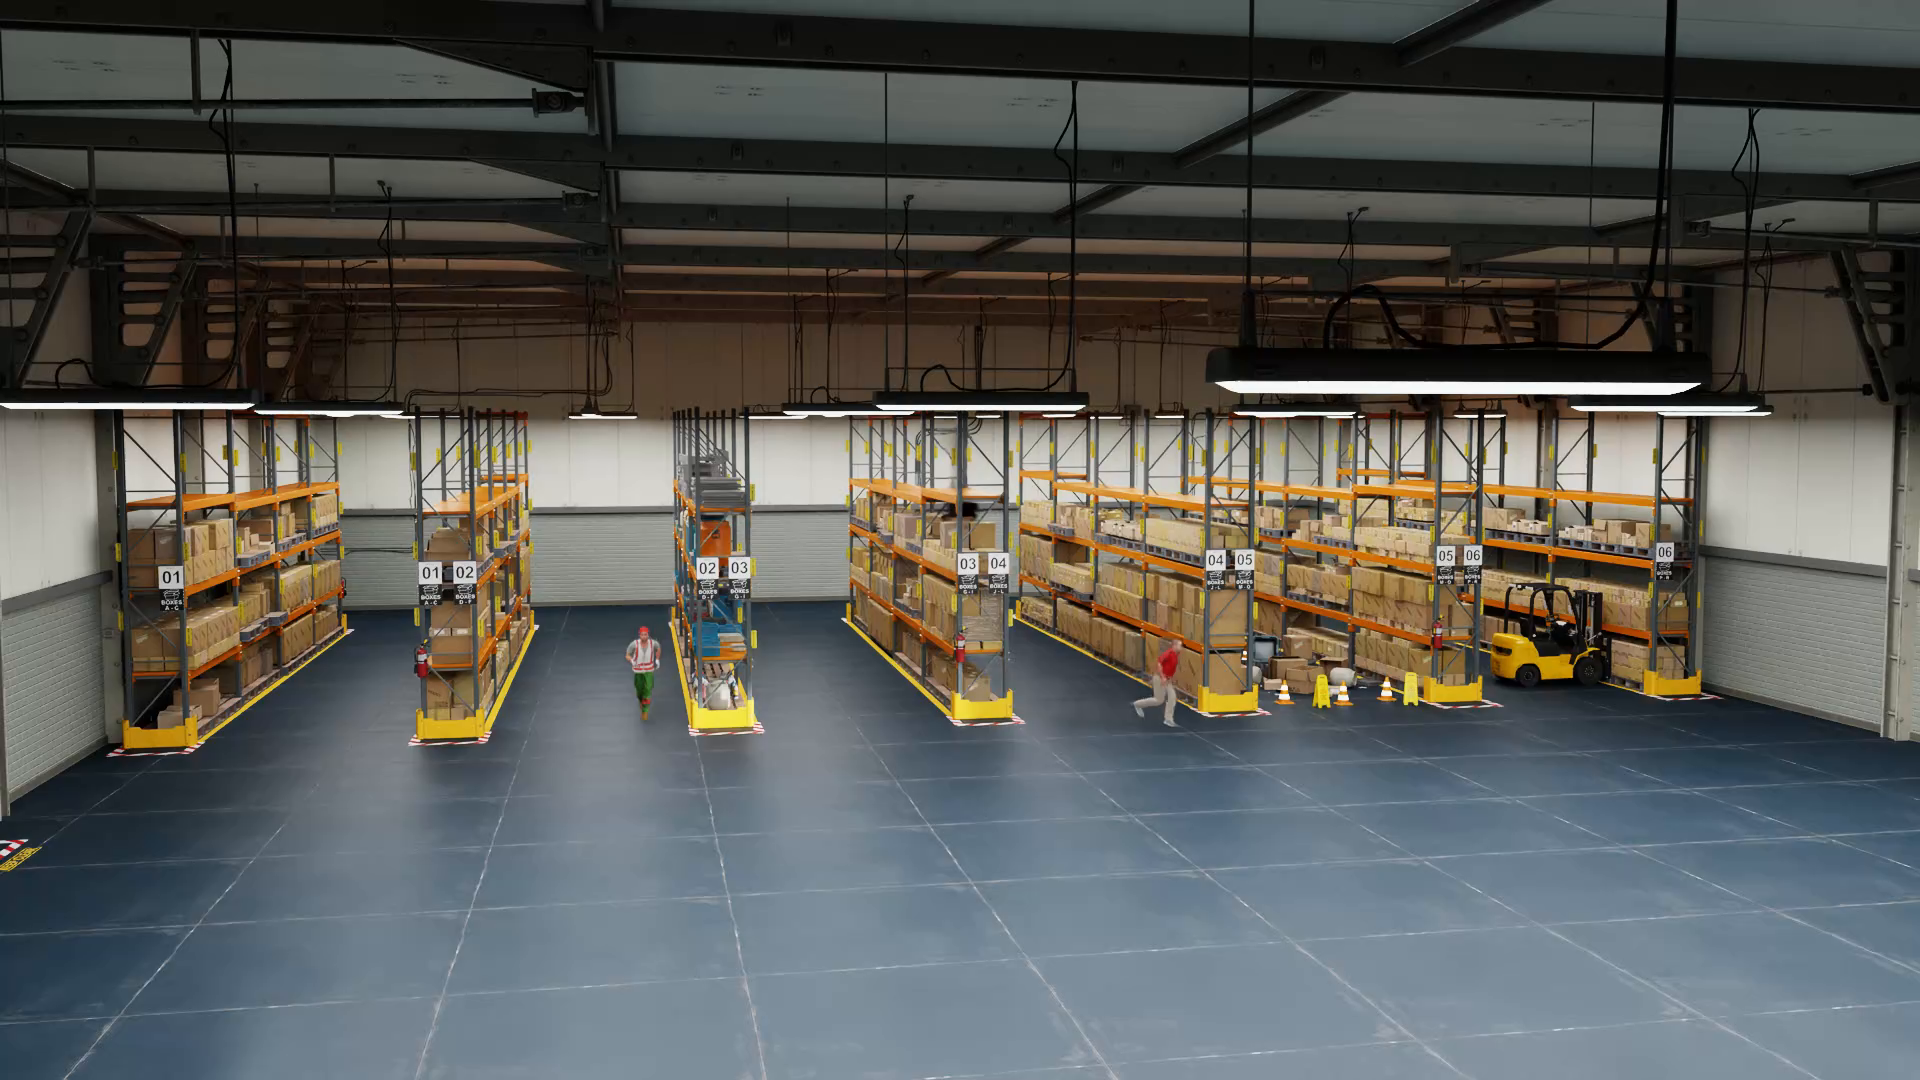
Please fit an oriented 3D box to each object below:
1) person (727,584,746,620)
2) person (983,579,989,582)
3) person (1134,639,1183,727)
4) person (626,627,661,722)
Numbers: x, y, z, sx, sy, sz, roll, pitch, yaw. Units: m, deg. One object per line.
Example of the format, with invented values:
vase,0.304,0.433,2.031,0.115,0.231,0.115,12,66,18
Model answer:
person,-6.580,1.509,47.801,0.906,1.657,0.632,1,4,19
person,0.782,1.370,49.110,0.634,1.717,0.660,0,4,7
person,3.762,2.690,31.430,0.914,1.688,0.670,1,4,20
person,-6.104,2.547,32.081,0.668,1.765,1.082,-1,4,-11
